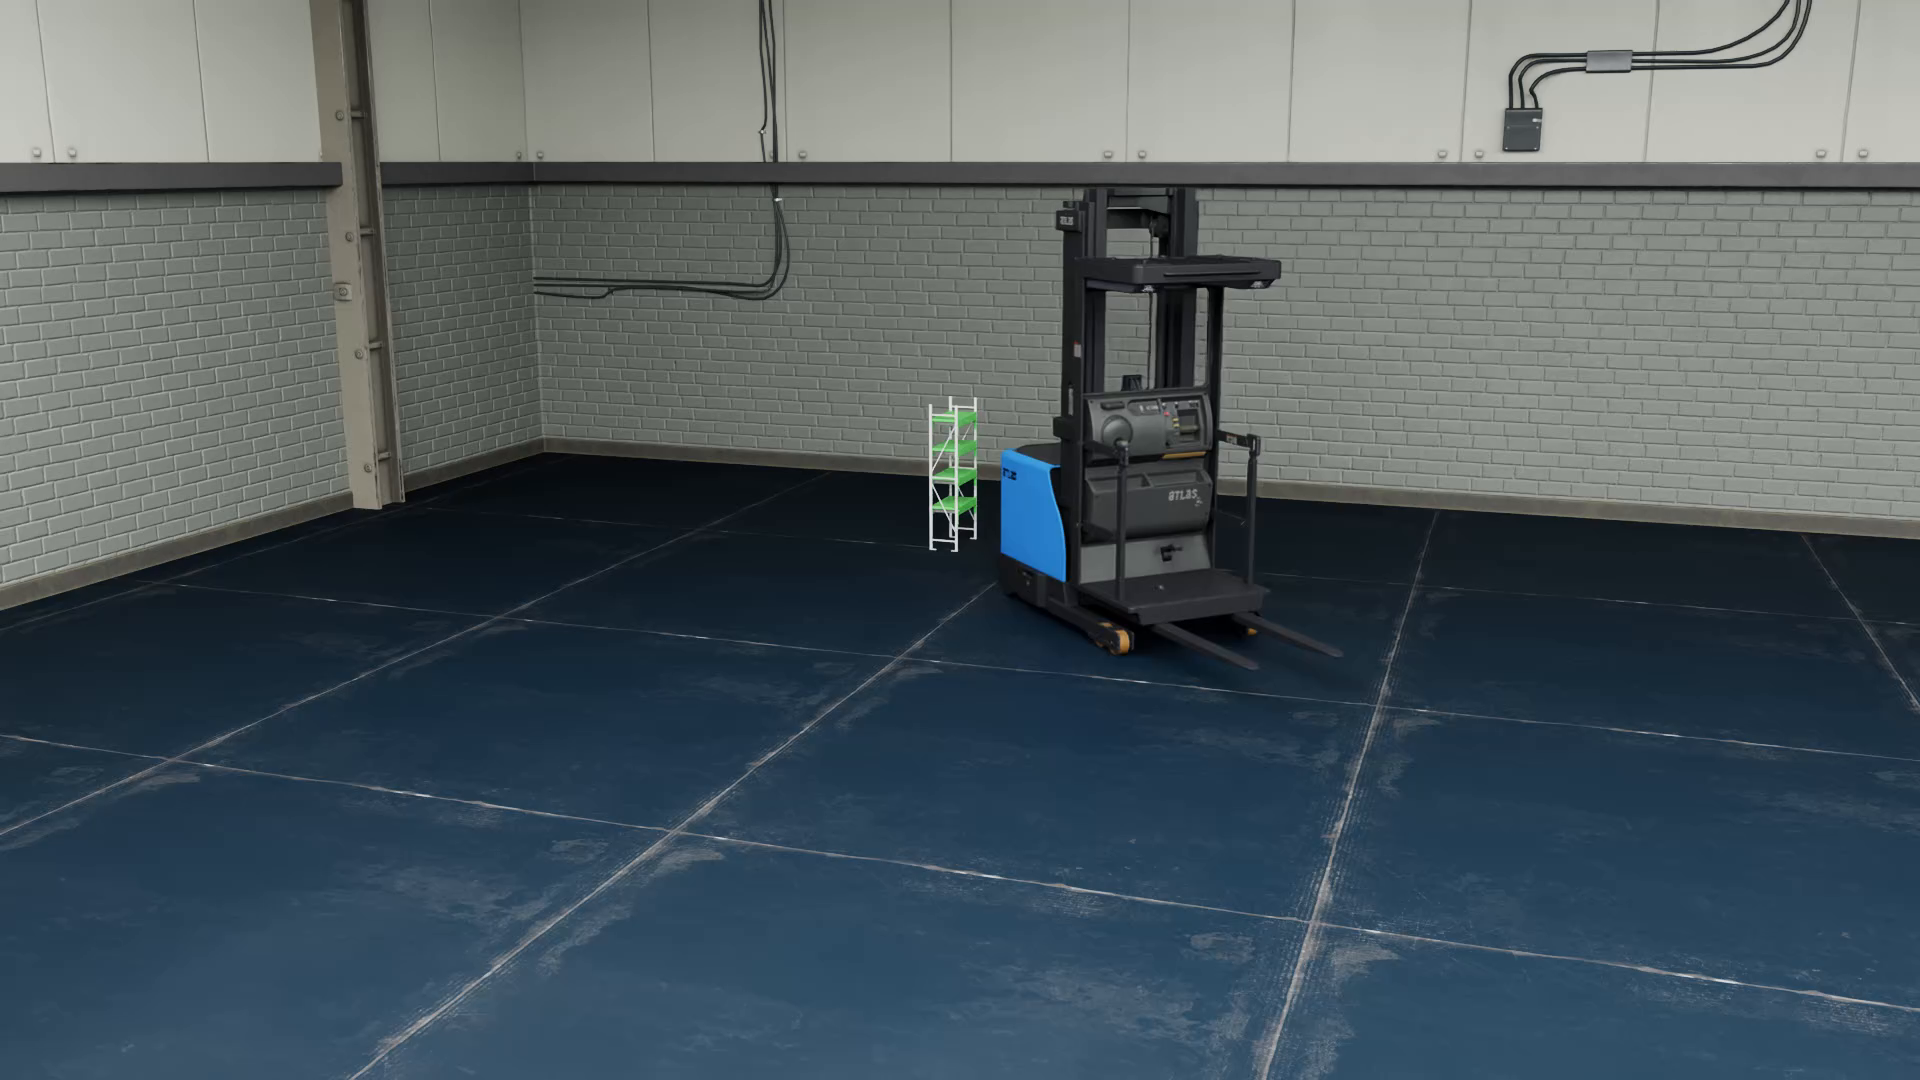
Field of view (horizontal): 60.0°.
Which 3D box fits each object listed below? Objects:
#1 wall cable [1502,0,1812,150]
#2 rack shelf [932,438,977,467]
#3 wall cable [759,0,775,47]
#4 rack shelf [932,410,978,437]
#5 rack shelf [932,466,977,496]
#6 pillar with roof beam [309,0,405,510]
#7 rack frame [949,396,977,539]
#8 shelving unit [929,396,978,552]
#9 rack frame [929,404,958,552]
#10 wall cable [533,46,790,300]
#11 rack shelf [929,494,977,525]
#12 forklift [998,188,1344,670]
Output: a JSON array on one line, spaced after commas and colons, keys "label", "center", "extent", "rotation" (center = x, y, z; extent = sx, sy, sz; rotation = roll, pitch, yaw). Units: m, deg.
[{"label": "wall cable", "center": [5.783, -6.215, 13.350], "extent": [2.305, 6.003, 0.169], "rotation": [4, 14, 18]}, {"label": "rack shelf", "center": [-0.054, -0.722, 13.663], "extent": [0.258, 0.148, 0.480], "rotation": [4, 14, 18]}, {"label": "wall cable", "center": [-0.635, -5.997, 15.668], "extent": [3.097, 2.526, 0.112], "rotation": [4, 14, 18]}, {"label": "rack shelf", "center": [-0.054, -0.956, 13.609], "extent": [0.258, 0.148, 0.480], "rotation": [4, 14, 18]}, {"label": "rack shelf", "center": [-0.054, -0.488, 13.716], "extent": [0.258, 0.148, 0.480], "rotation": [4, 14, 18]}, {"label": "pillar with roof beam", "center": [-1.326, -4.408, 13.080], "extent": [9.100, 9.000, 0.400], "rotation": [4, 14, 18]}, {"label": "rack frame", "center": [0.025, -0.601, 13.927], "extent": [0.240, 1.200, 0.015], "rotation": [4, 14, 18]}, {"label": "shelving unit", "center": [-0.054, -0.550, 13.702], "extent": [0.258, 1.200, 0.503], "rotation": [4, 14, 18]}, {"label": "rack frame", "center": [-0.133, -0.499, 13.477], "extent": [0.240, 1.200, 0.015], "rotation": [4, 14, 18]}, {"label": "wall cable", "center": [-3.195, -3.730, 17.084], "extent": [3.097, 2.526, 0.112], "rotation": [4, 14, 18]}, {"label": "rack shelf", "center": [-0.054, -0.254, 13.769], "extent": [0.258, 0.148, 0.480], "rotation": [4, 14, 18]}, {"label": "forklift", "center": [1.362, -0.796, 10.887], "extent": [1.130, 2.935, 3.031], "rotation": [-6, 14, -24]}]
